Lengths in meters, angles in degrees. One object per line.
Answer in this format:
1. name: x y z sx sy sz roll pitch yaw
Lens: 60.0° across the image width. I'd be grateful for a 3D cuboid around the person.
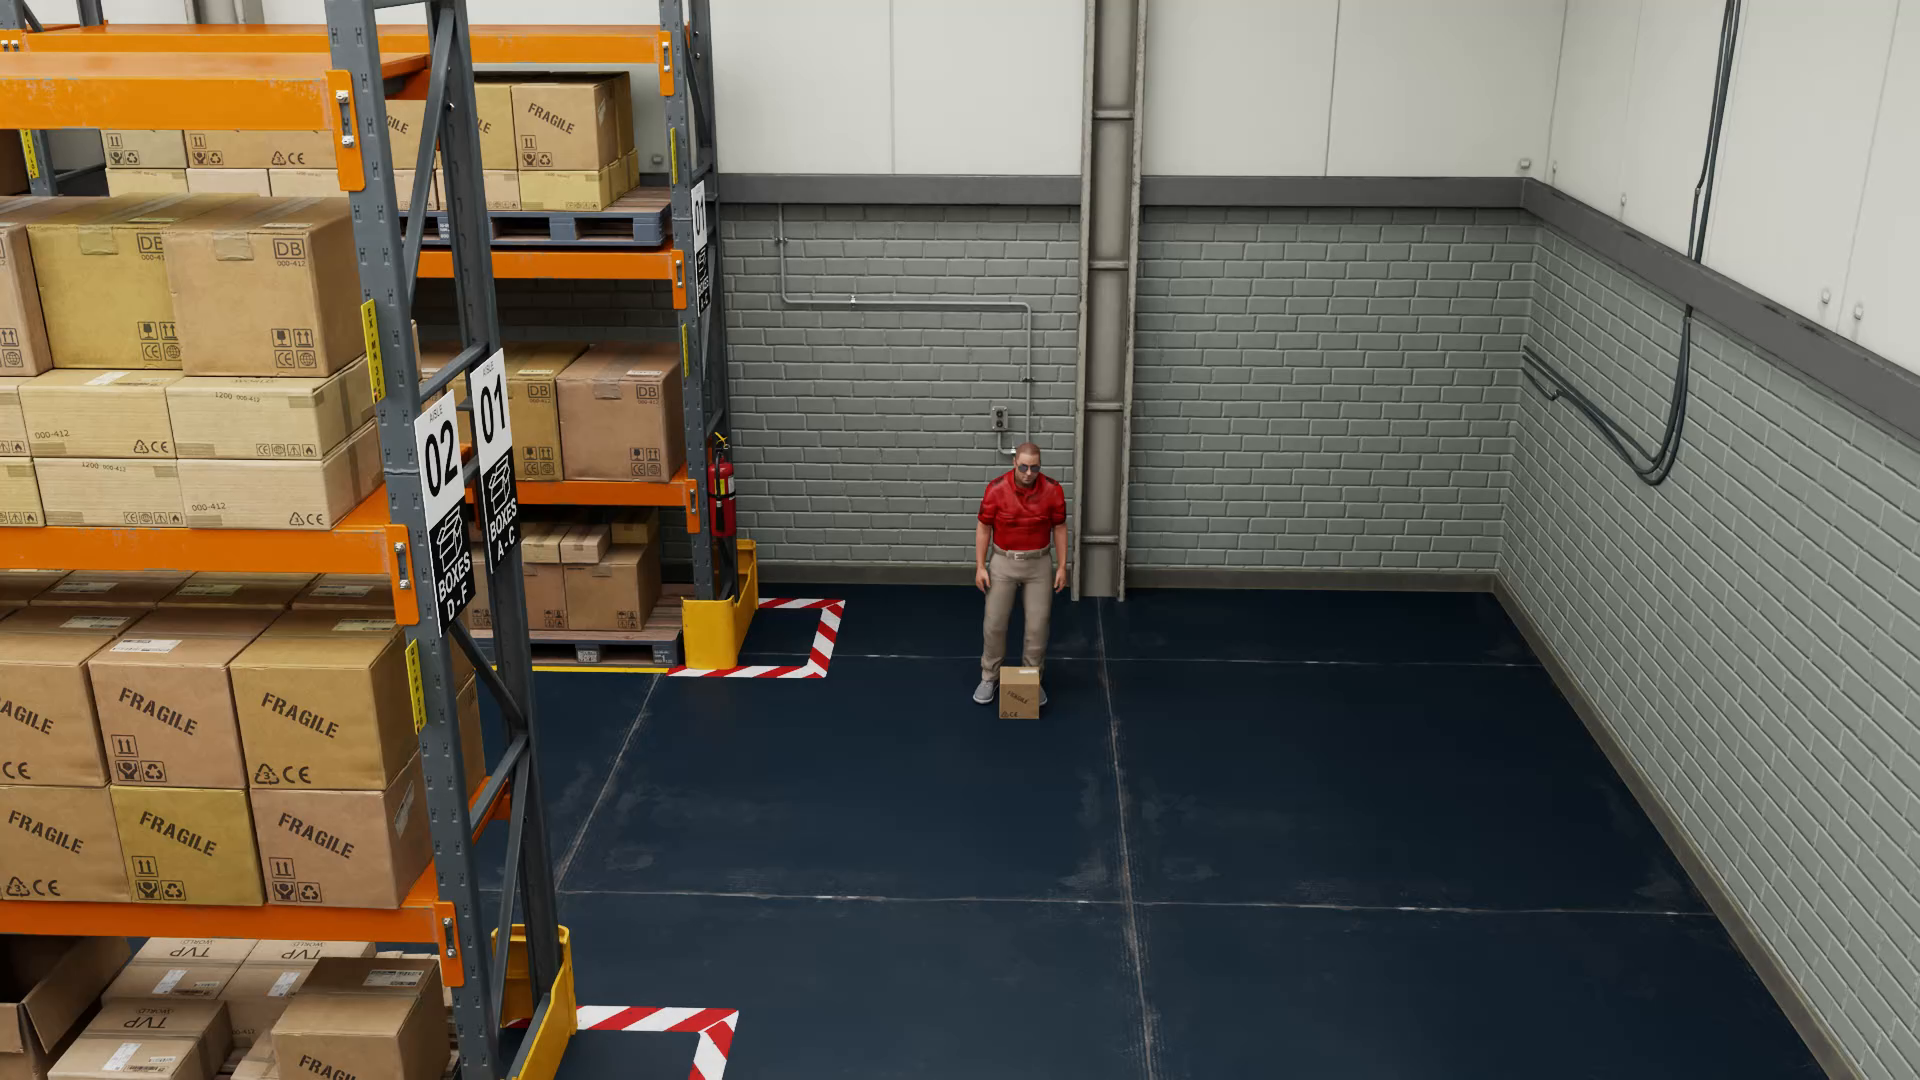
1. person: 0.387 0.200 10.568 0.606 1.726 0.435 -1 21 -2
